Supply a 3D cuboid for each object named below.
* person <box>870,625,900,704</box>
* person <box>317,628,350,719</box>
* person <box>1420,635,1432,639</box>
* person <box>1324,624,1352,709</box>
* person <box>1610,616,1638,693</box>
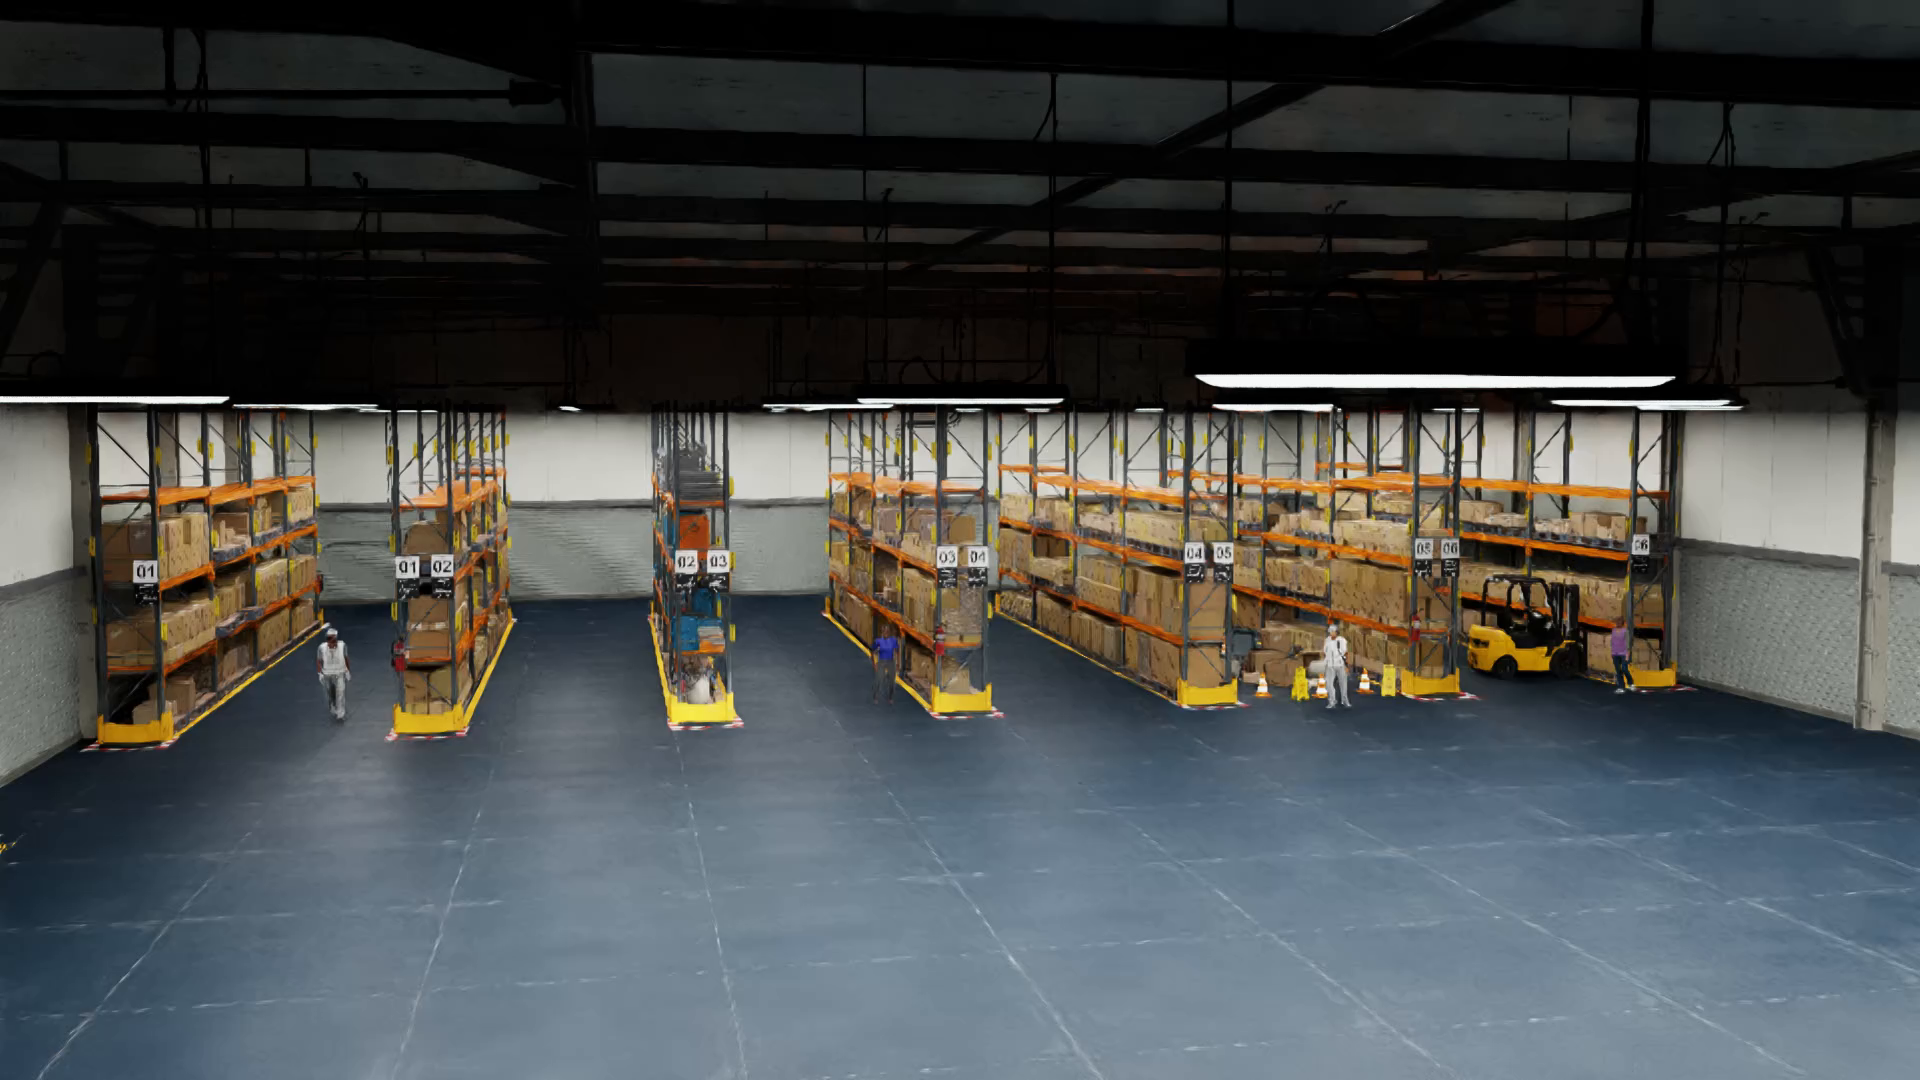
[{"bbox_3d":[-1.489,2.508,32.865,0.565,1.496,0.517,-1,4,-12],"label":"person"},{"bbox_3d":[-11.802,2.486,31.303,0.571,1.688,1.098,-1,4,-14],"label":"person"},{"bbox_3d":[11.085,1.807,39.952,0.569,1.786,0.653,1,4,17],"label":"person"},{"bbox_3d":[7.377,2.462,32.480,0.534,1.647,0.571,2,5,30],"label":"person"},{"bbox_3d":[13.615,2.348,34.125,0.423,1.590,0.561,-3,5,-38],"label":"person"}]
